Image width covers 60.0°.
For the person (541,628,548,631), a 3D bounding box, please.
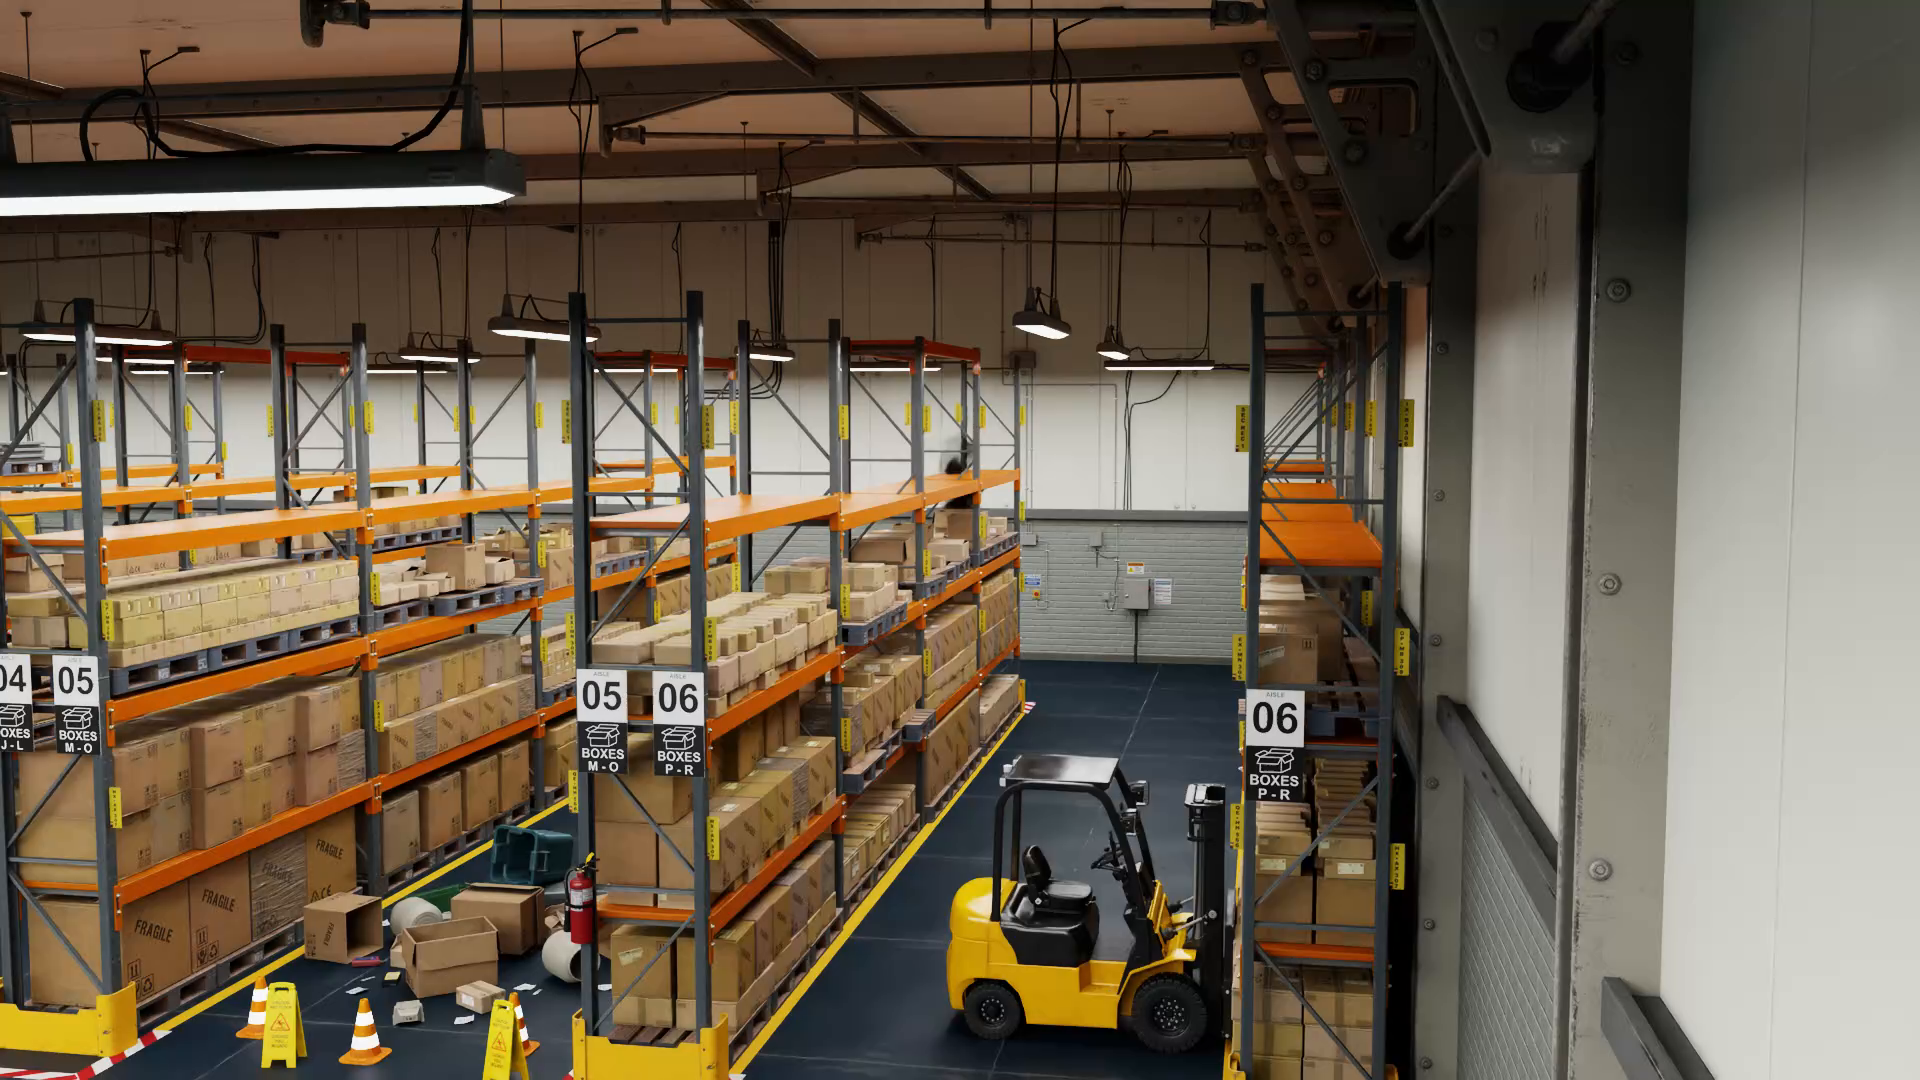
[{"bbox_3d":[-6.615,2.214,26.441,0.600,1.639,0.589,1,5,13],"label":"person"}]
